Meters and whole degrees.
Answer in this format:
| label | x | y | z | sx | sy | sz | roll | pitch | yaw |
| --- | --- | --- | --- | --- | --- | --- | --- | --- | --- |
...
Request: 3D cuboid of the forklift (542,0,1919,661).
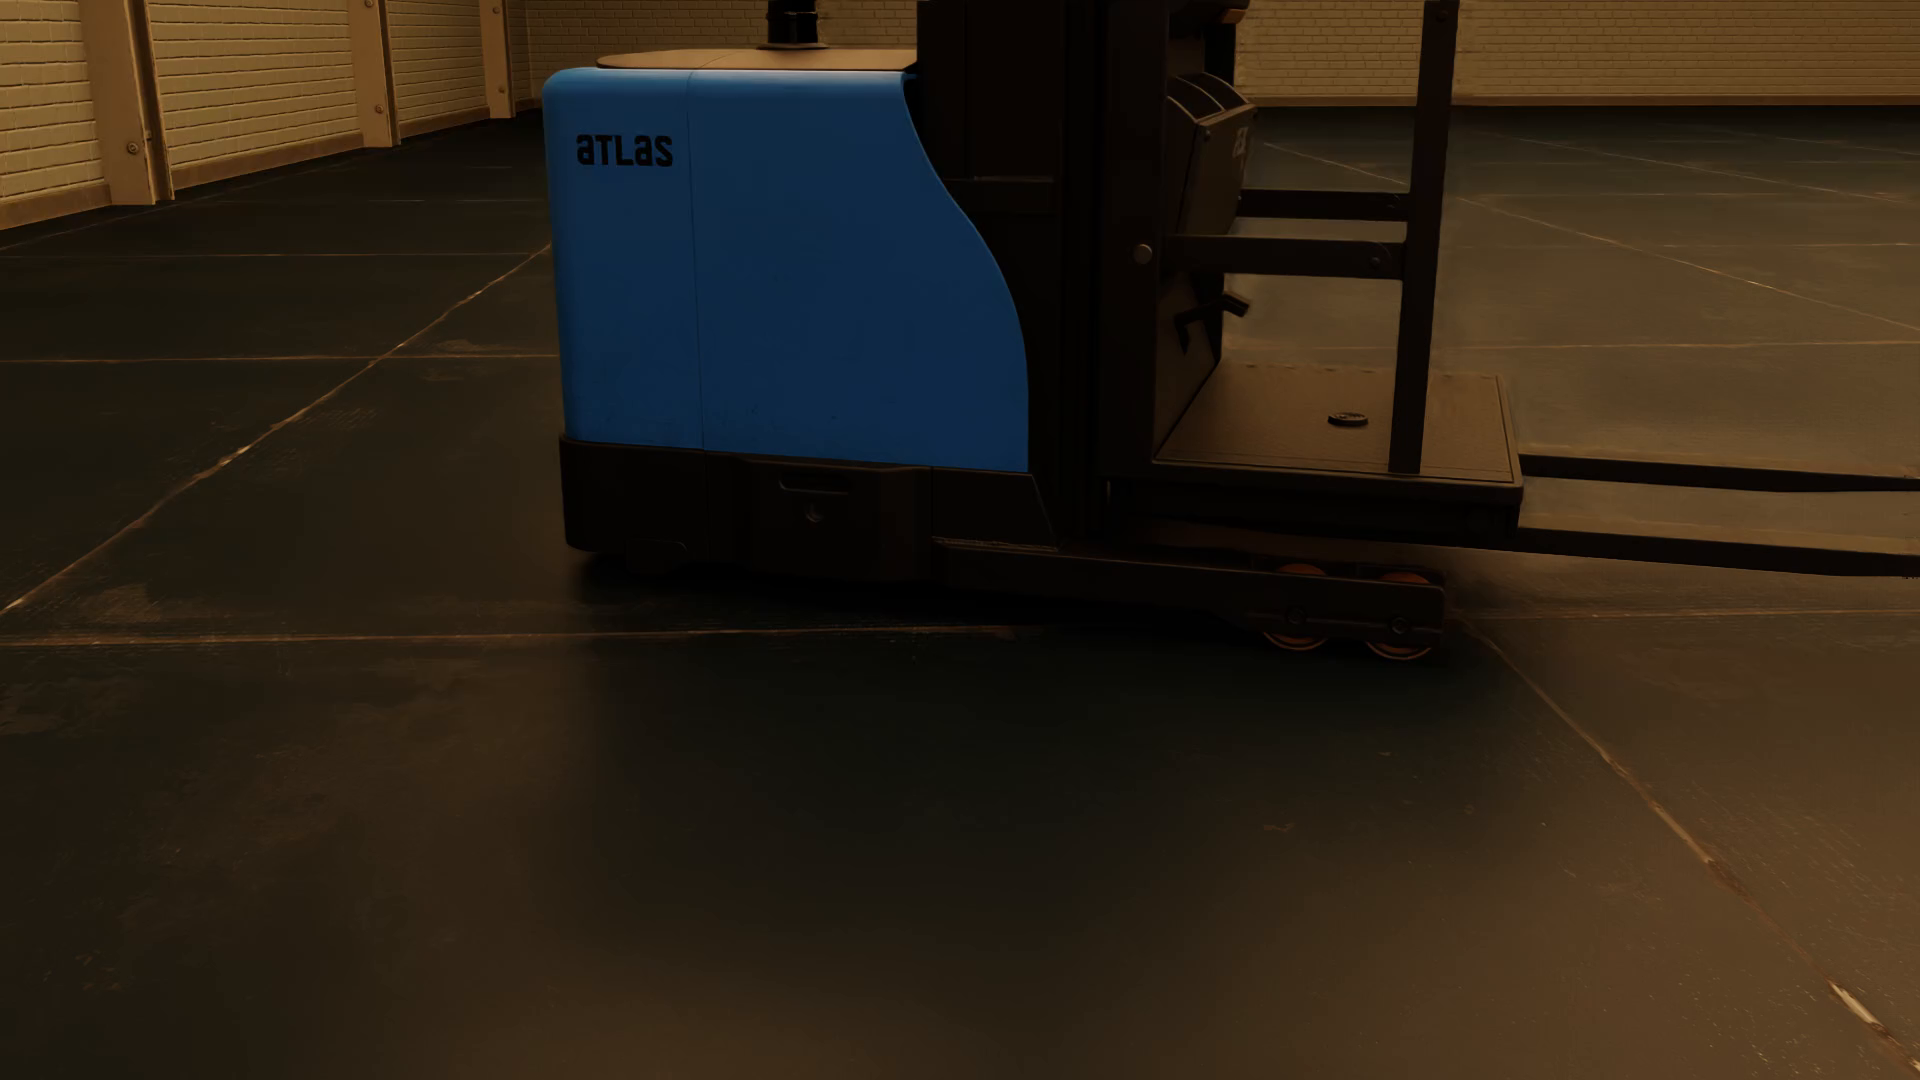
| label | x | y | z | sx | sy | sz | roll | pitch | yaw |
| --- | --- | --- | --- | --- | --- | --- | --- | --- | --- |
| forklift | 0.705 | -1.345 | 3.303 | 3.031 | 2.935 | 1.130 | 5 | 18 | 15 |
